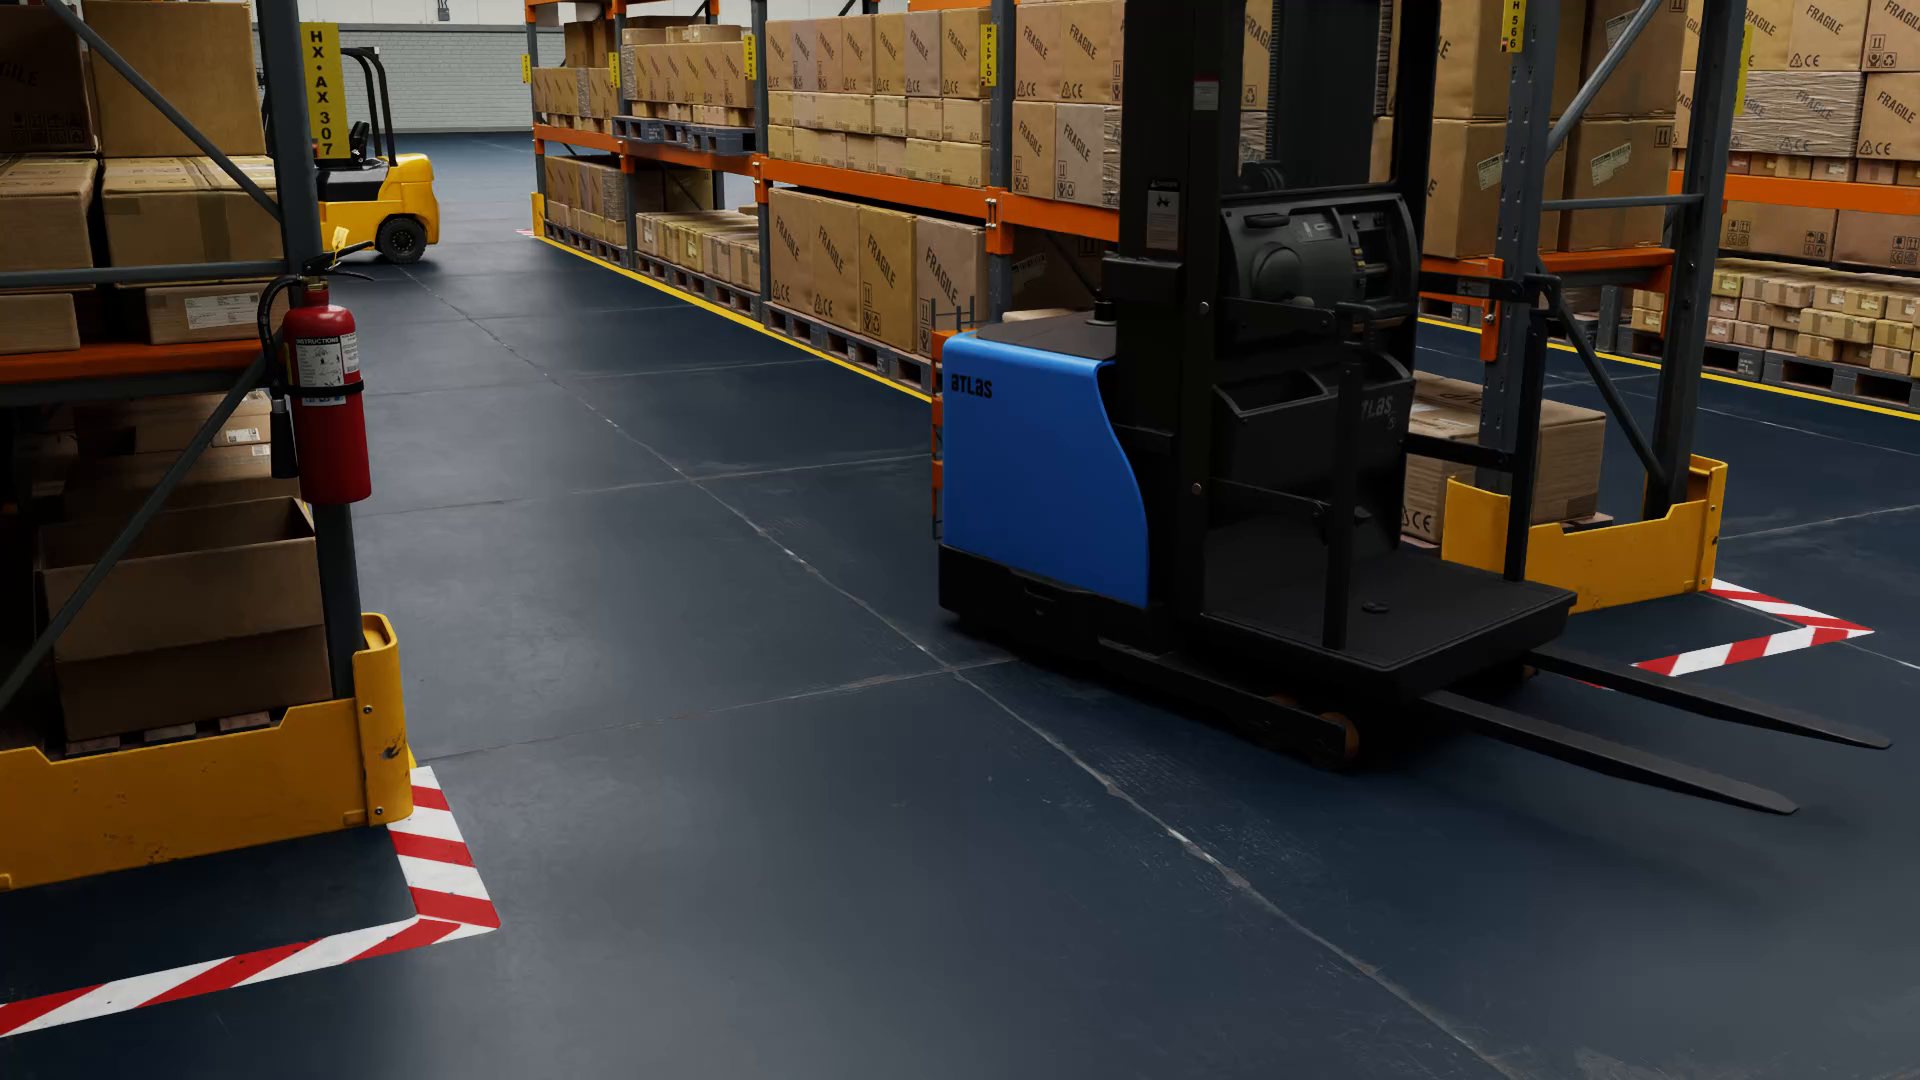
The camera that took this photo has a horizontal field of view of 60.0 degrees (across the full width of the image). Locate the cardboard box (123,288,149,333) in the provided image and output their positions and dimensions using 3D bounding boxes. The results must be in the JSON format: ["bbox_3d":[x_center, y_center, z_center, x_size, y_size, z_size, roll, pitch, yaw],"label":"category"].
[{"bbox_3d":[-2.114,-0.680,4.638,0.380,0.149,0.250,-7,18,-24],"label":"cardboard box"}]

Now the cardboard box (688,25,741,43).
[{"bbox_3d":[-2.079,-4.289,14.102,0.380,0.149,0.250,-9,18,-28],"label":"cardboard box"}]

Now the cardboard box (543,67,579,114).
[{"bbox_3d":[-4.425,-5.109,18.895,0.500,0.500,0.500,-7,17,-23],"label":"cardboard box"}]

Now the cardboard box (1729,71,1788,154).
[{"bbox_3d":[5.263,-2.761,10.712,0.500,0.500,0.500,-8,18,-25],"label":"cardboard box"}]

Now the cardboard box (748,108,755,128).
[{"bbox_3d":[-1.463,-3.347,13.171,0.380,0.149,0.250,-7,17,-23],"label":"cardboard box"}]

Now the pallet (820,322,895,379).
[{"bbox_3d":[-0.300,-1.366,11.629,1.003,0.211,1.213,-8,18,-25],"label":"pallet"}]

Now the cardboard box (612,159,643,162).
[{"bbox_3d":[-3.581,-4.015,18.669,0.500,0.500,0.500,-8,18,-26],"label":"cardboard box"}]

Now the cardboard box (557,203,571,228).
[{"bbox_3d":[-4.291,-3.716,18.986,0.500,0.250,0.500,-7,17,-23],"label":"cardboard box"}]

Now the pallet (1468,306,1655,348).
[{"bbox_3d":[4.707,-1.697,12.782,1.003,0.211,1.213,-8,18,-25],"label":"pallet"}]

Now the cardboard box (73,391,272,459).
[{"bbox_3d":[-3.041,-0.266,6.511,0.700,0.500,0.500,-8,18,-27],"label":"cardboard box"}]

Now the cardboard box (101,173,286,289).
[{"bbox_3d":[-2.020,-0.845,4.489,0.500,0.250,0.500,-8,18,-25],"label":"cardboard box"}]

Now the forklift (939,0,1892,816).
[{"bbox_3d":[1.279,-0.893,5.047,1.130,2.935,3.031,-14,21,-40],"label":"forklift"}]

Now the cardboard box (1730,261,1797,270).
[{"bbox_3d":[5.587,-1.847,11.577,0.380,0.149,0.250,-7,18,-24],"label":"cardboard box"}]

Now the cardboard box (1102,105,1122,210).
[{"bbox_3d":[1.043,-1.872,8.155,0.500,0.500,0.500,-8,18,-25],"label":"cardboard box"}]

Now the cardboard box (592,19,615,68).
[{"bbox_3d":[-3.568,-5.387,18.053,0.700,0.500,0.500,-8,18,-25],"label":"cardboard box"}]

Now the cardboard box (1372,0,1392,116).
[{"bbox_3d":[1.716,-1.975,6.701,0.500,0.500,0.500,-8,18,-25],"label":"cardboard box"}]

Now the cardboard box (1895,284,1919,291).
[{"bbox_3d":[6.087,-1.516,10.424,0.380,0.149,0.250,-8,18,-25],"label":"cardboard box"}]

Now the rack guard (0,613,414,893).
[{"bbox_3d":[-2.097,0.554,4.414,1.175,0.500,0.348,-8,18,-25],"label":"rack guard"}]

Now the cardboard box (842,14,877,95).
[{"bbox_3d":[-0.455,-3.213,11.013,0.500,0.500,0.500,-7,18,-24],"label":"cardboard box"}]

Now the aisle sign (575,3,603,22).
[{"bbox_3d":[-4.379,-6.497,19.739,0.394,0.787,0.004,-8,18,-25],"label":"aisle sign"}]

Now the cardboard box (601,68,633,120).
[{"bbox_3d":[-3.279,-4.476,16.690,0.500,0.500,0.500,-8,18,-26],"label":"cardboard box"}]

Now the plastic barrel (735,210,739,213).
[{"bbox_3d":[-2.347,-3.629,19.130,0.512,0.421,0.421,4,16,13],"label":"plastic barrel"}]

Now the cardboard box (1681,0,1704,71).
[{"bbox_3d":[5.028,-3.375,11.040,0.500,0.500,0.500,-7,18,-24],"label":"cardboard box"}]

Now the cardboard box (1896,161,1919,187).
[{"bbox_3d":[5.789,-2.173,9.839,0.380,0.149,0.250,-7,18,-24],"label":"cardboard box"}]

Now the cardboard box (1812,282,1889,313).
[{"bbox_3d":[5.603,-1.527,10.462,0.380,0.149,0.250,-8,18,-27],"label":"cardboard box"}]

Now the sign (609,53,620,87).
[{"bbox_3d":[-3.345,-4.554,16.111,0.100,0.325,0.005,-8,18,-25],"label":"sign"}]

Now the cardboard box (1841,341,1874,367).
[{"bbox_3d":[5.709,-1.174,10.312,0.380,0.149,0.250,-7,17,-23],"label":"cardboard box"}]

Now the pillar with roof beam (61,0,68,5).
[{"bbox_3d":[-16.223,-13.669,38.570,9.100,9.000,0.400,-8,18,-25],"label":"pillar with roof beam"}]

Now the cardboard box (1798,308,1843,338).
[{"bbox_3d":[5.520,-1.374,10.469,0.380,0.149,0.250,-8,18,-25],"label":"cardboard box"}]

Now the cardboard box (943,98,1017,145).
[{"bbox_3d":[0.232,-2.470,9.784,0.500,0.250,0.500,-8,18,-25],"label":"cardboard box"}]

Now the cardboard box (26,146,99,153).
[{"bbox_3d":[-3.392,-1.284,6.021,0.500,0.250,0.500,-7,18,-24],"label":"cardboard box"}]

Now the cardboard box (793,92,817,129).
[{"bbox_3d":[-0.883,-3.098,11.973,0.500,0.250,0.500,-7,18,-24],"label":"cardboard box"}]

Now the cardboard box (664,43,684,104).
[{"bbox_3d":[-2.254,-4.073,14.522,0.500,0.500,0.500,-8,18,-27],"label":"cardboard box"}]

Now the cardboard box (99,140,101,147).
[{"bbox_3d":[-3.374,-1.595,7.102,0.500,0.250,0.500,-7,18,-24],"label":"cardboard box"}]

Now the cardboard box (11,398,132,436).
[{"bbox_3d":[-4.297,-0.707,8.047,0.500,0.500,0.500,-8,18,-25],"label":"cardboard box"}]

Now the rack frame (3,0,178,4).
[{"bbox_3d":[-5.569,-2.612,10.916,1.000,3.000,0.127,-8,18,-25],"label":"rack frame"}]

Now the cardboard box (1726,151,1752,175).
[{"bbox_3d":[5.224,-2.499,10.977,0.380,0.149,0.250,-9,18,-27],"label":"cardboard box"}]

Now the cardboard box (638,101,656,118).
[{"bbox_3d":[-2.801,-4.048,15.613,0.380,0.149,0.250,-7,18,-24],"label":"cardboard box"}]

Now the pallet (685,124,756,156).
[{"bbox_3d":[-1.516,-3.285,13.607,1.213,0.211,1.003,-8,18,-25],"label":"pallet"}]

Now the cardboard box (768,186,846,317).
[{"bbox_3d":[-0.880,-2.212,12.613,0.875,0.875,0.875,-8,18,-25],"label":"cardboard box"}]

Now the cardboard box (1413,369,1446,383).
[{"bbox_3d":[1.609,-0.577,7.708,0.875,0.438,0.875,-7,17,-23],"label":"cardboard box"}]

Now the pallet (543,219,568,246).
[{"bbox_3d":[-4.256,-3.632,19.524,1.003,0.211,1.213,-8,18,-25],"label":"pallet"}]

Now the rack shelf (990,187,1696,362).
[{"bbox_3d":[1.520,-1.380,7.925,1.077,0.370,4.000,-8,18,-25],"label":"rack shelf"}]

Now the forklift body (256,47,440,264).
[{"bbox_3d":[-6.603,-3.938,17.076,2.313,2.155,1.214,-8,18,-25],"label":"forklift body"}]

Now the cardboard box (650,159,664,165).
[{"bbox_3d":[-3.104,-4.102,17.794,0.380,0.149,0.250,-7,17,-23],"label":"cardboard box"}]

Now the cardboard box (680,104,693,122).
[{"bbox_3d":[-2.213,-3.722,14.476,0.380,0.149,0.250,-8,18,-27],"label":"cardboard box"}]

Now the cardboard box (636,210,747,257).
[{"bbox_3d":[-2.629,-3.014,16.318,0.950,0.372,0.625,-7,18,-24],"label":"cardboard box"}]

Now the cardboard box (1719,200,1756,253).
[{"bbox_3d":[8.084,-3.418,16.813,1.225,0.875,0.875,-9,18,-27],"label":"cardboard box"}]

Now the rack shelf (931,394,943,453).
[{"bbox_3d":[0.023,-0.481,7.063,0.215,0.259,0.240,-8,18,-25],"label":"rack shelf"}]

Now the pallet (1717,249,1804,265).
[{"bbox_3d":[8.078,-2.866,16.854,1.003,0.211,1.213,-8,18,-25],"label":"pallet"}]

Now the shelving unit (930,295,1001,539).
[{"bbox_3d":[0.023,-0.491,7.060,0.215,1.050,0.252,-8,18,-25],"label":"shelving unit"}]

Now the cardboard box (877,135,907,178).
[{"bbox_3d":[-0.205,-2.484,10.740,0.500,0.250,0.500,-8,18,-26],"label":"cardboard box"}]

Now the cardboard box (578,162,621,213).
[{"bbox_3d":[-3.810,-3.812,17.961,0.500,0.500,0.500,-7,17,-22],"label":"cardboard box"}]

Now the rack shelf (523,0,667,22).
[{"bbox_3d":[-3.737,-5.797,17.880,1.077,0.370,4.000,-8,18,-25],"label":"rack shelf"}]

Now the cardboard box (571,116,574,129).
[{"bbox_3d":[-4.100,-4.644,18.449,0.380,0.149,0.250,-7,17,-23],"label":"cardboard box"}]

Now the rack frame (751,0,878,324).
[{"bbox_3d":[-1.108,-3.213,13.010,1.000,3.000,0.127,-8,18,-25],"label":"rack frame"}]

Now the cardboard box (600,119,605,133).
[{"bbox_3d":[-3.531,-4.326,17.342,0.380,0.149,0.250,-8,18,-26],"label":"cardboard box"}]

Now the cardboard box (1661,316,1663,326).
[{"bbox_3d":[5.037,-1.481,11.381,0.380,0.149,0.250,-7,17,-23],"label":"cardboard box"}]
